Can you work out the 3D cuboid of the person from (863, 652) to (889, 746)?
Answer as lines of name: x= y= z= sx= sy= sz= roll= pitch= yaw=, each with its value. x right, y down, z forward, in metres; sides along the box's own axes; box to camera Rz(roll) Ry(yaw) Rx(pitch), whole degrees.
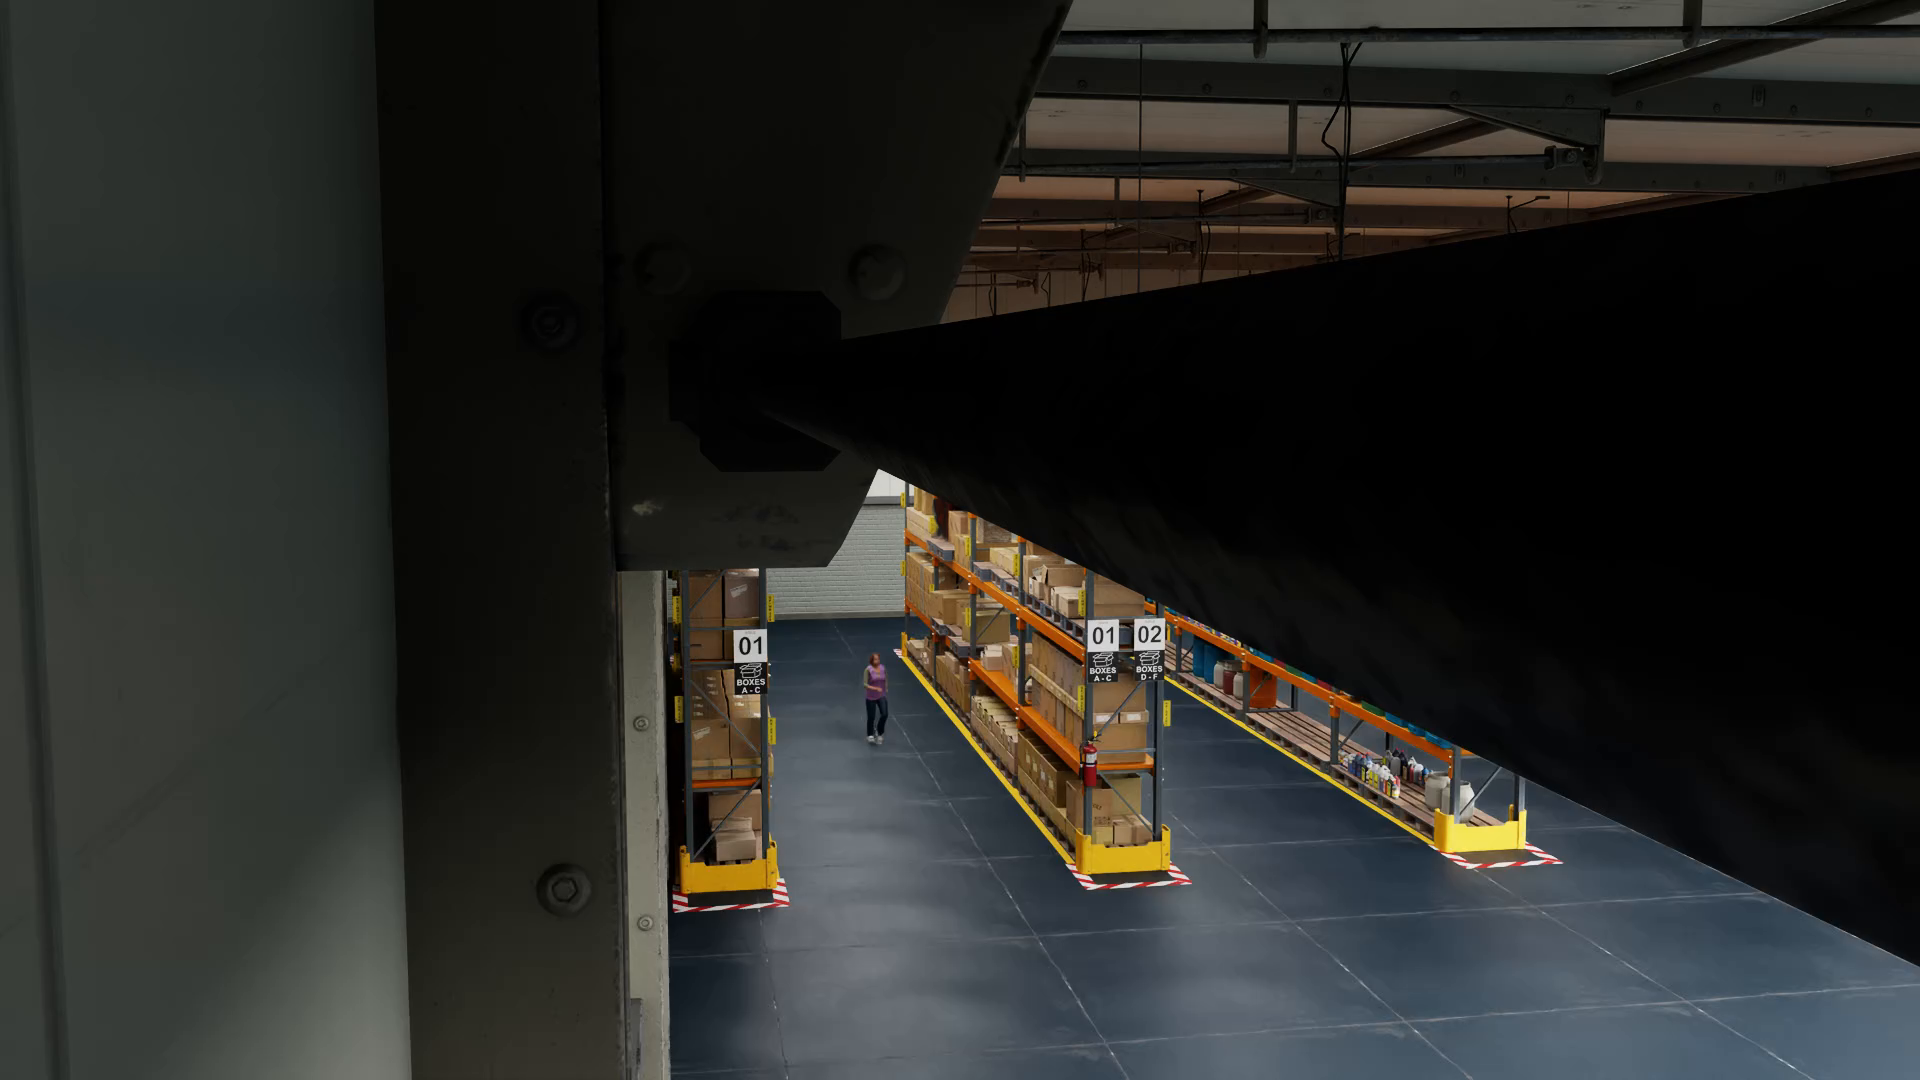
person: x=-1.397 y=2.653 z=27.813 sx=0.504 sy=1.585 sz=0.732 roll=-2 pitch=6 yaw=-20
